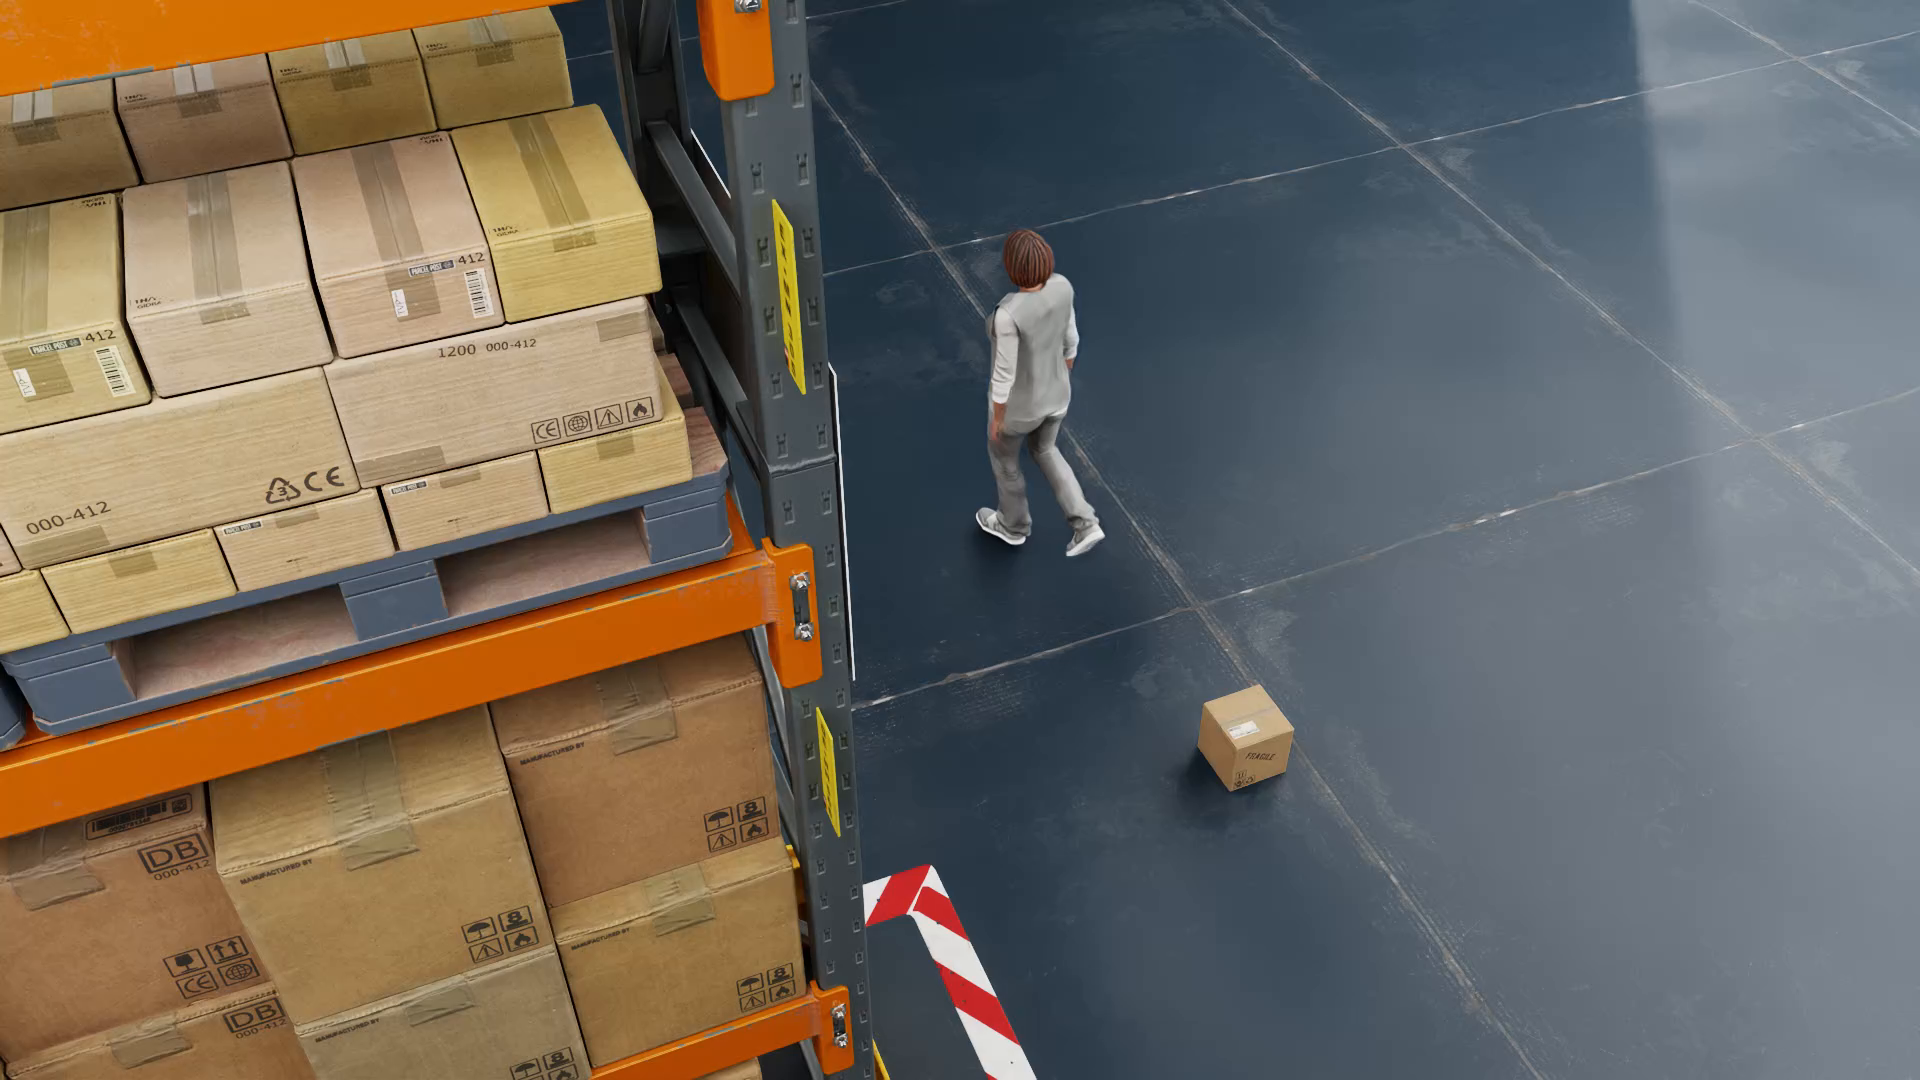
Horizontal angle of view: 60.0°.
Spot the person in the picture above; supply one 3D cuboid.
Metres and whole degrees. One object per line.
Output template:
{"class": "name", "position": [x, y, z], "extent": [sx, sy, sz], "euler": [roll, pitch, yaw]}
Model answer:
{"class": "person", "position": [0.333, -0.535, 6.736], "extent": [0.424, 1.567, 0.661], "euler": [-28, 49, -28]}
